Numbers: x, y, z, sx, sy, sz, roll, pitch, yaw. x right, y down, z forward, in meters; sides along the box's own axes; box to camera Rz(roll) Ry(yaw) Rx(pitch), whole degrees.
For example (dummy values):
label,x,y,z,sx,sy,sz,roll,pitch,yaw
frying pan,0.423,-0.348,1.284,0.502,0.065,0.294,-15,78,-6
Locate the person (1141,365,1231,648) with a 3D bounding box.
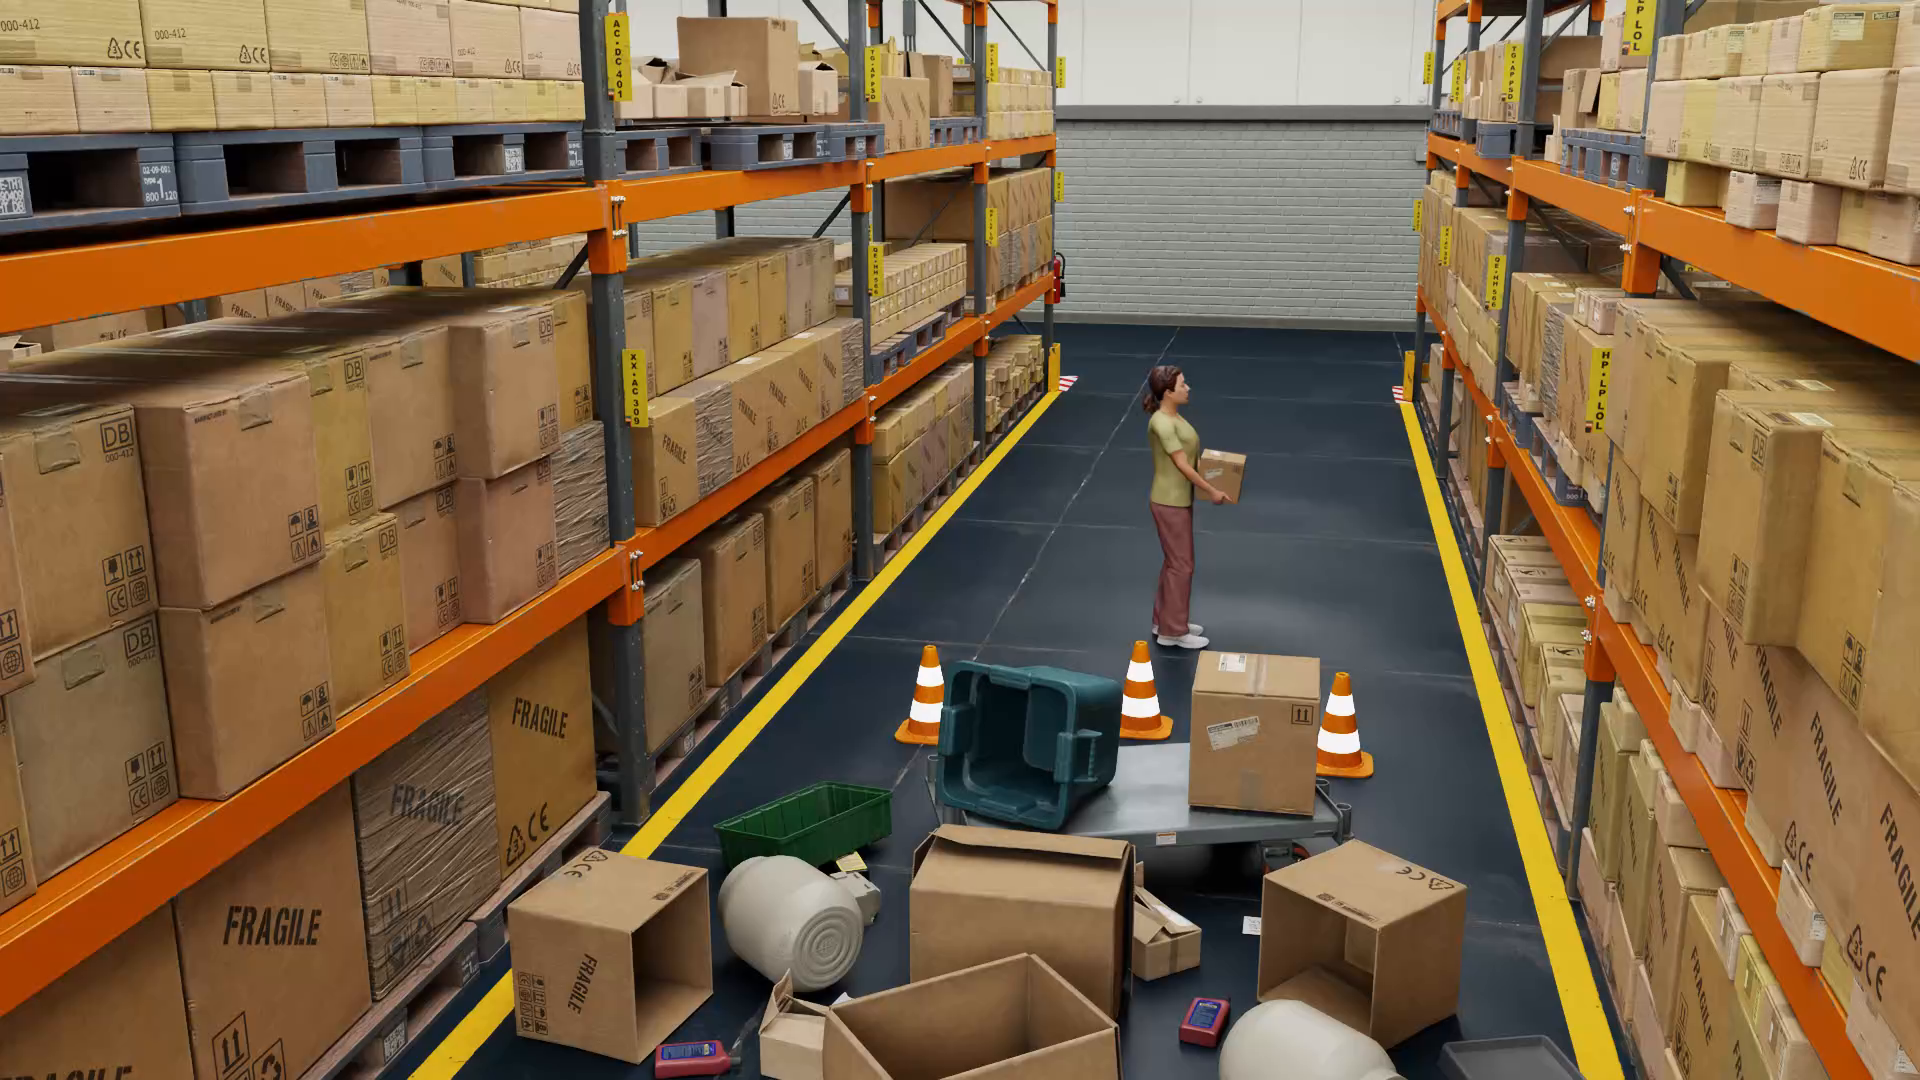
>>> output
label,x,y,z,sx,sy,sz,roll,pitch,yaw
person,1.324,-0.200,9.802,0.553,1.663,0.425,3,15,12
